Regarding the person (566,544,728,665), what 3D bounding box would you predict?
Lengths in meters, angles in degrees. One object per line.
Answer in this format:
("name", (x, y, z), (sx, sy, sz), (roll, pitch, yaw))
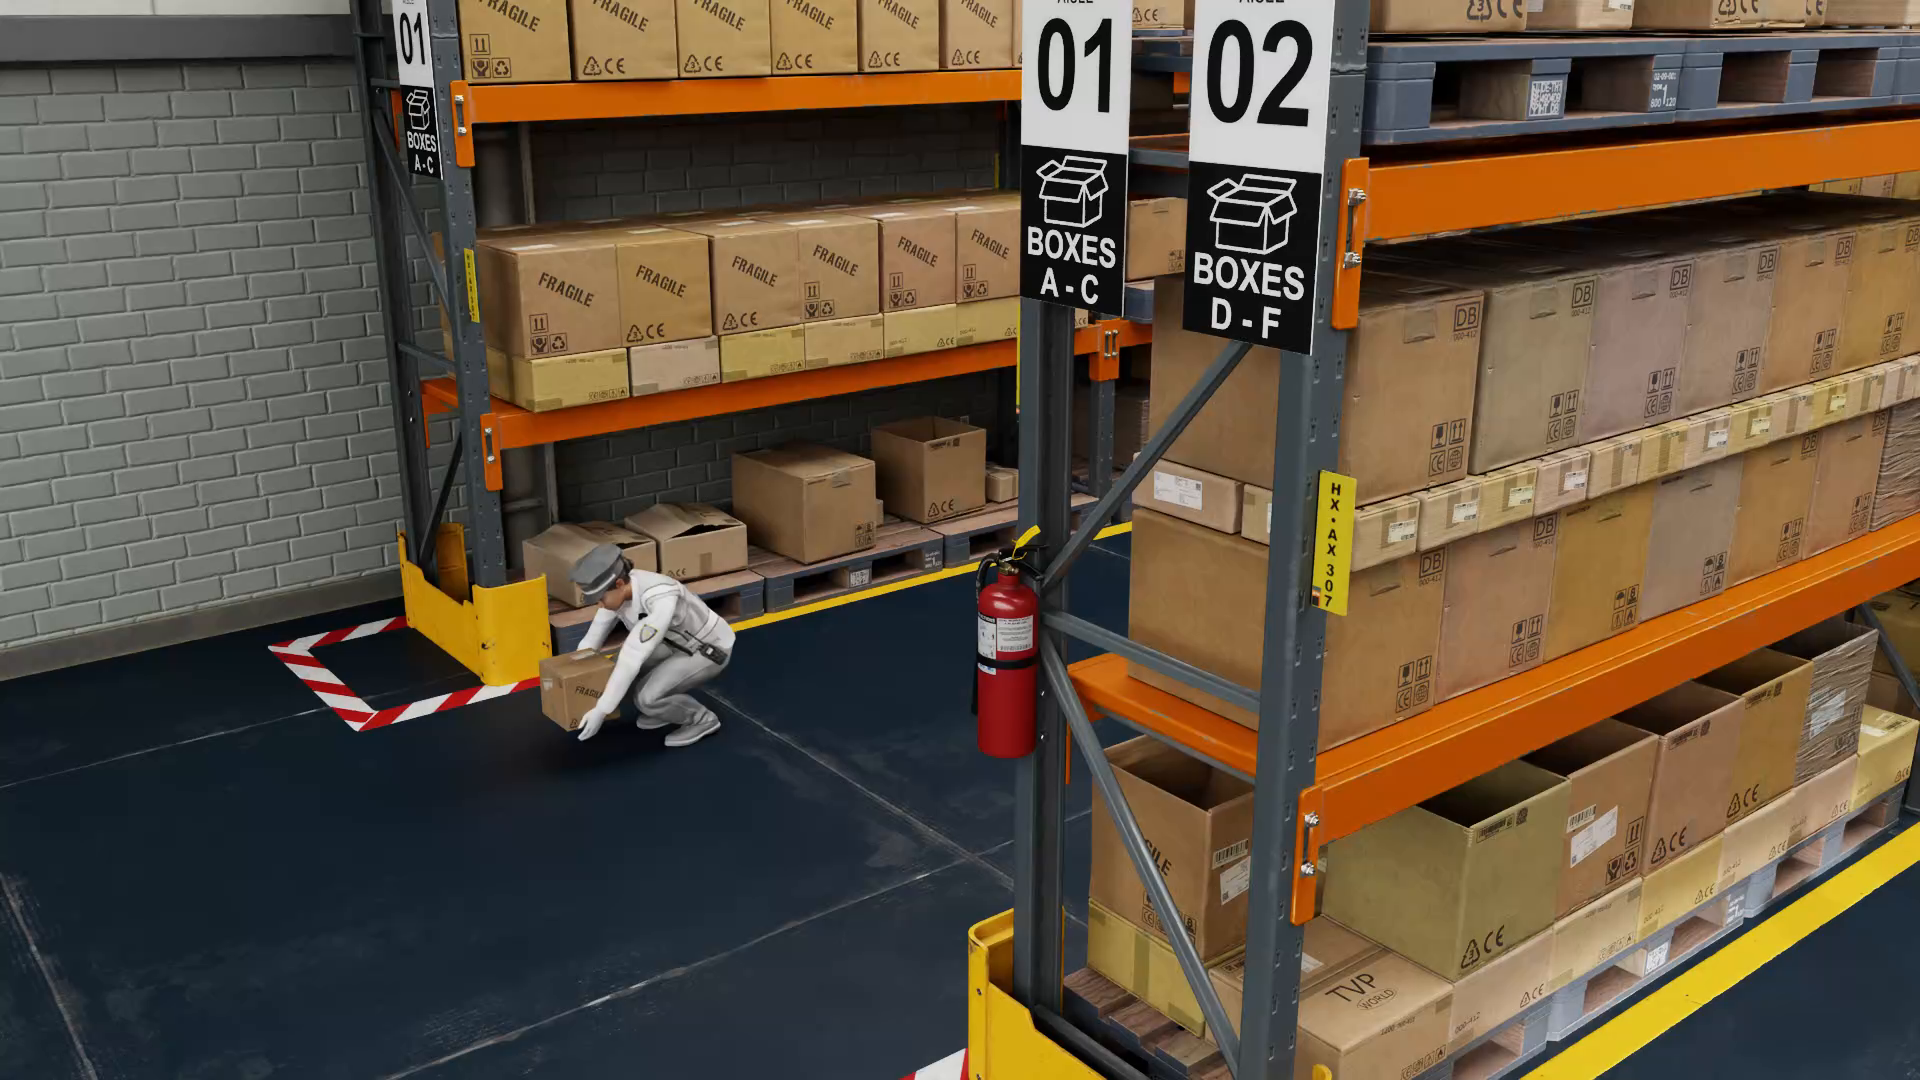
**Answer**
("person", (-1.364, 0.280, 7.305), (0.761, 0.631, 0.402), (-14, 22, -37))
